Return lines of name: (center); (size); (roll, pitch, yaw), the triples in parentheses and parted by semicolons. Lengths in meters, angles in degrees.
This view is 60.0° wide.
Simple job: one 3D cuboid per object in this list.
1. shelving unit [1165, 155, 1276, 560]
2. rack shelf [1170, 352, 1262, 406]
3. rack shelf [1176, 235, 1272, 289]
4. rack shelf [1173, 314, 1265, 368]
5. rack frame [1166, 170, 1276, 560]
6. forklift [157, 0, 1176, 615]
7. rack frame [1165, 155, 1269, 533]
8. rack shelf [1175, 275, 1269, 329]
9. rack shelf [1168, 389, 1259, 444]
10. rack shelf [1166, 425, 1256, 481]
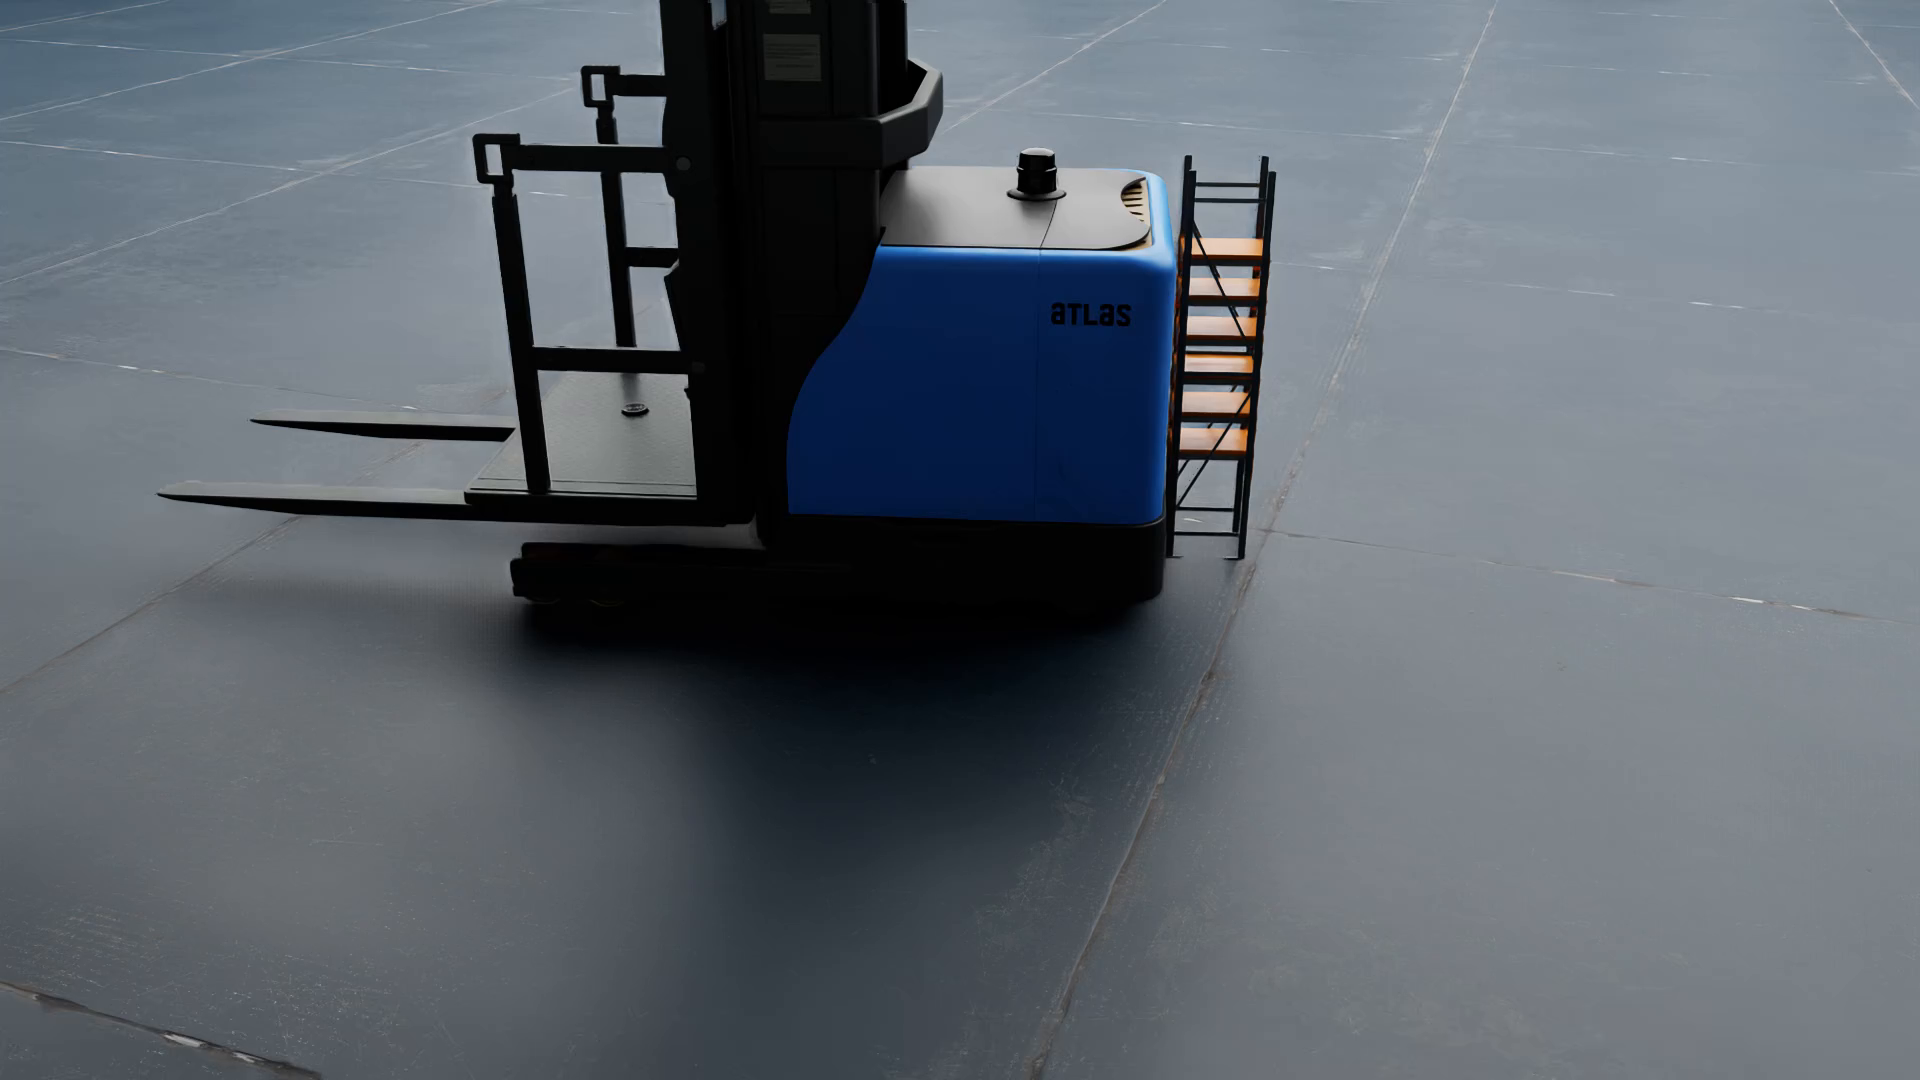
shelving unit: (0.761, -0.523, 4.952); (0.258, 1.200, 0.189); (1, 26, 3)
rack shelf: (0.761, -0.483, 4.972); (0.258, 0.103, 0.180); (1, 26, 3)
rack shelf: (0.761, -0.807, 4.815); (0.258, 0.103, 0.180); (1, 26, 3)
rack shelf: (0.761, -0.591, 4.919); (0.258, 0.103, 0.180); (1, 26, 3)
rack frame: (0.756, -0.483, 4.870); (0.240, 1.200, 0.006); (1, 26, 3)
forklift: (-0.894, -1.350, 4.675); (3.031, 2.935, 1.130); (2, 26, 4)
rack frame: (0.766, -0.562, 5.035); (0.240, 1.200, 0.006); (1, 26, 3)
rack shelf: (0.761, -0.699, 4.867); (0.258, 0.103, 0.180); (1, 26, 3)
rack shelf: (0.761, -0.375, 5.024); (0.258, 0.103, 0.180); (1, 26, 3)
rack shelf: (0.761, -0.267, 5.076); (0.258, 0.103, 0.180); (1, 26, 3)
